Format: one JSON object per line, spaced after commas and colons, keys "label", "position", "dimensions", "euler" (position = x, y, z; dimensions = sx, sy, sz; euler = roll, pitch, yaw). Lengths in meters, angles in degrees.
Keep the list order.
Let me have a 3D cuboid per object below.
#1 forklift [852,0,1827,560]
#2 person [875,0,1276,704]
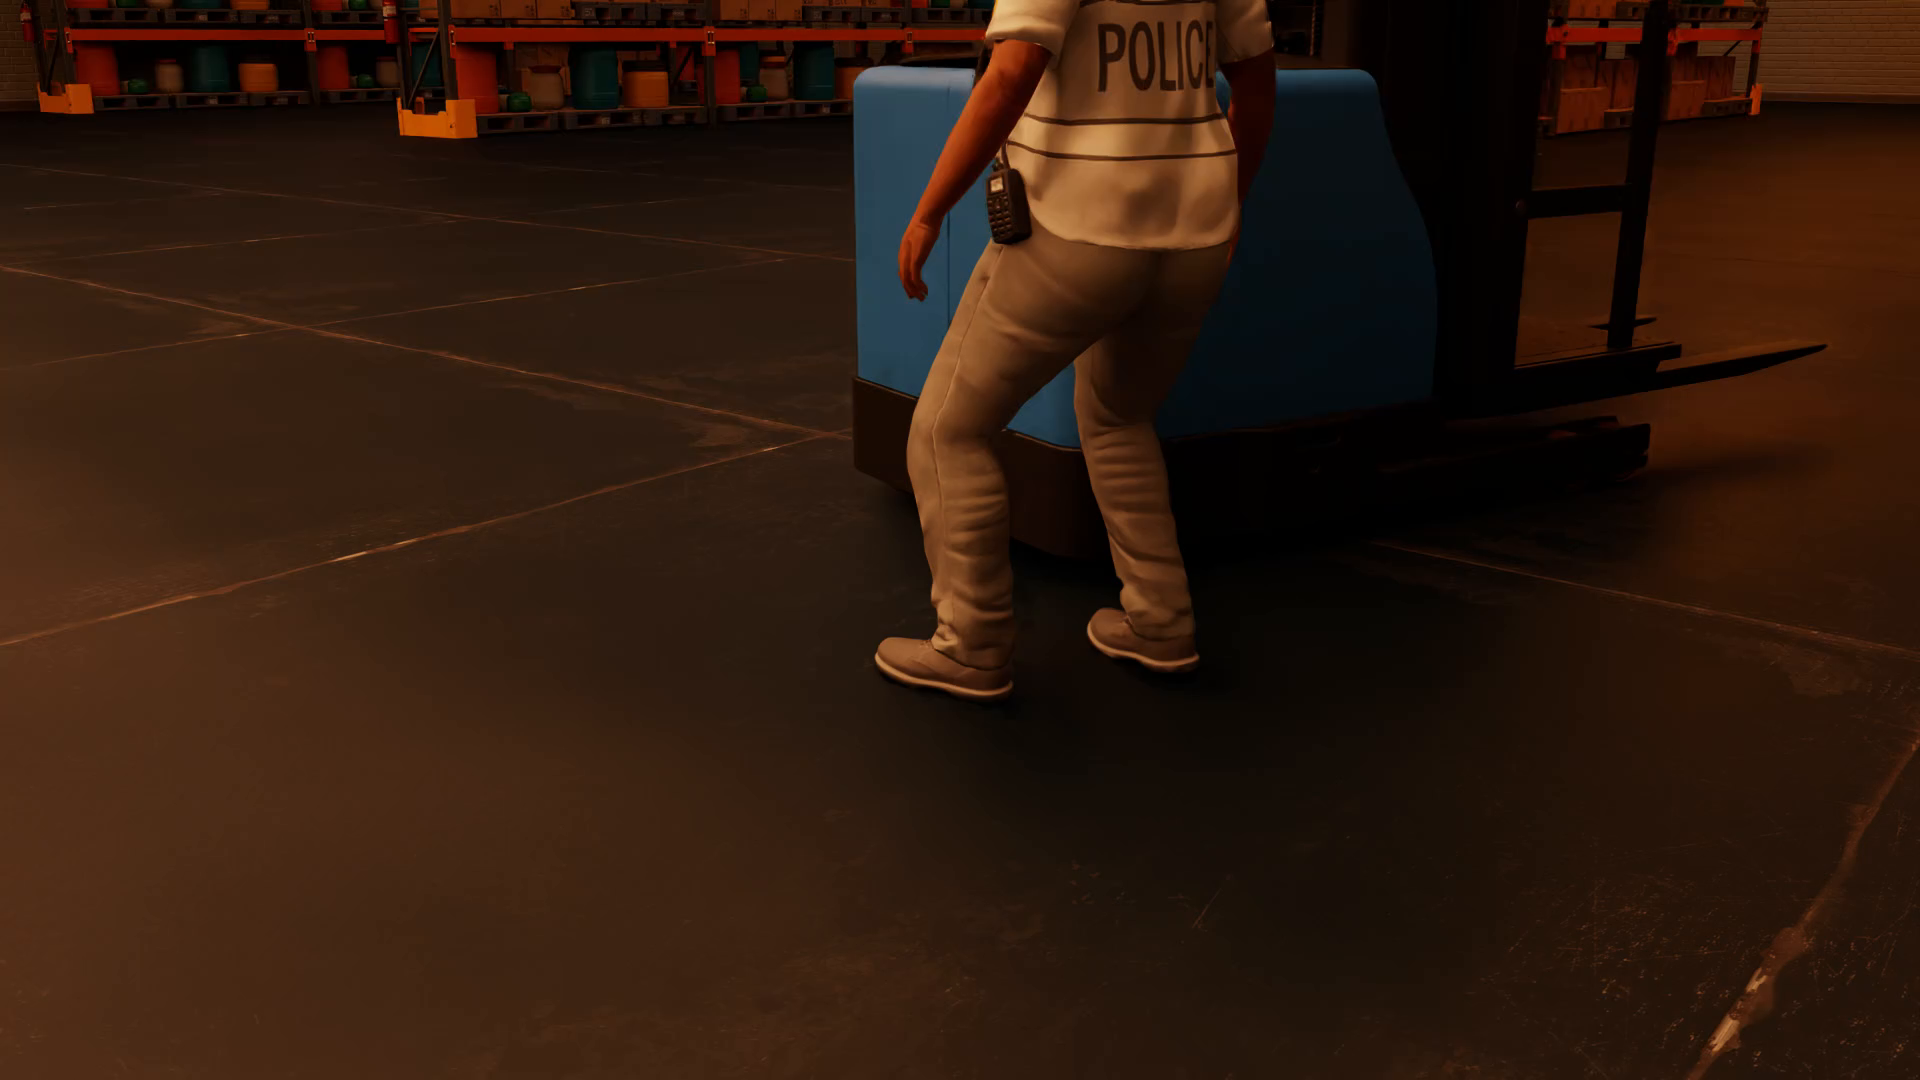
{"label": "forklift", "position": [1.244, -1.643, 4.309], "dimensions": [3.031, 2.935, 1.130], "euler": [-10, 20, -31]}
{"label": "person", "position": [0.216, -0.536, 2.918], "dimensions": [0.763, 1.621, 0.473], "euler": [-12, 21, -35]}
